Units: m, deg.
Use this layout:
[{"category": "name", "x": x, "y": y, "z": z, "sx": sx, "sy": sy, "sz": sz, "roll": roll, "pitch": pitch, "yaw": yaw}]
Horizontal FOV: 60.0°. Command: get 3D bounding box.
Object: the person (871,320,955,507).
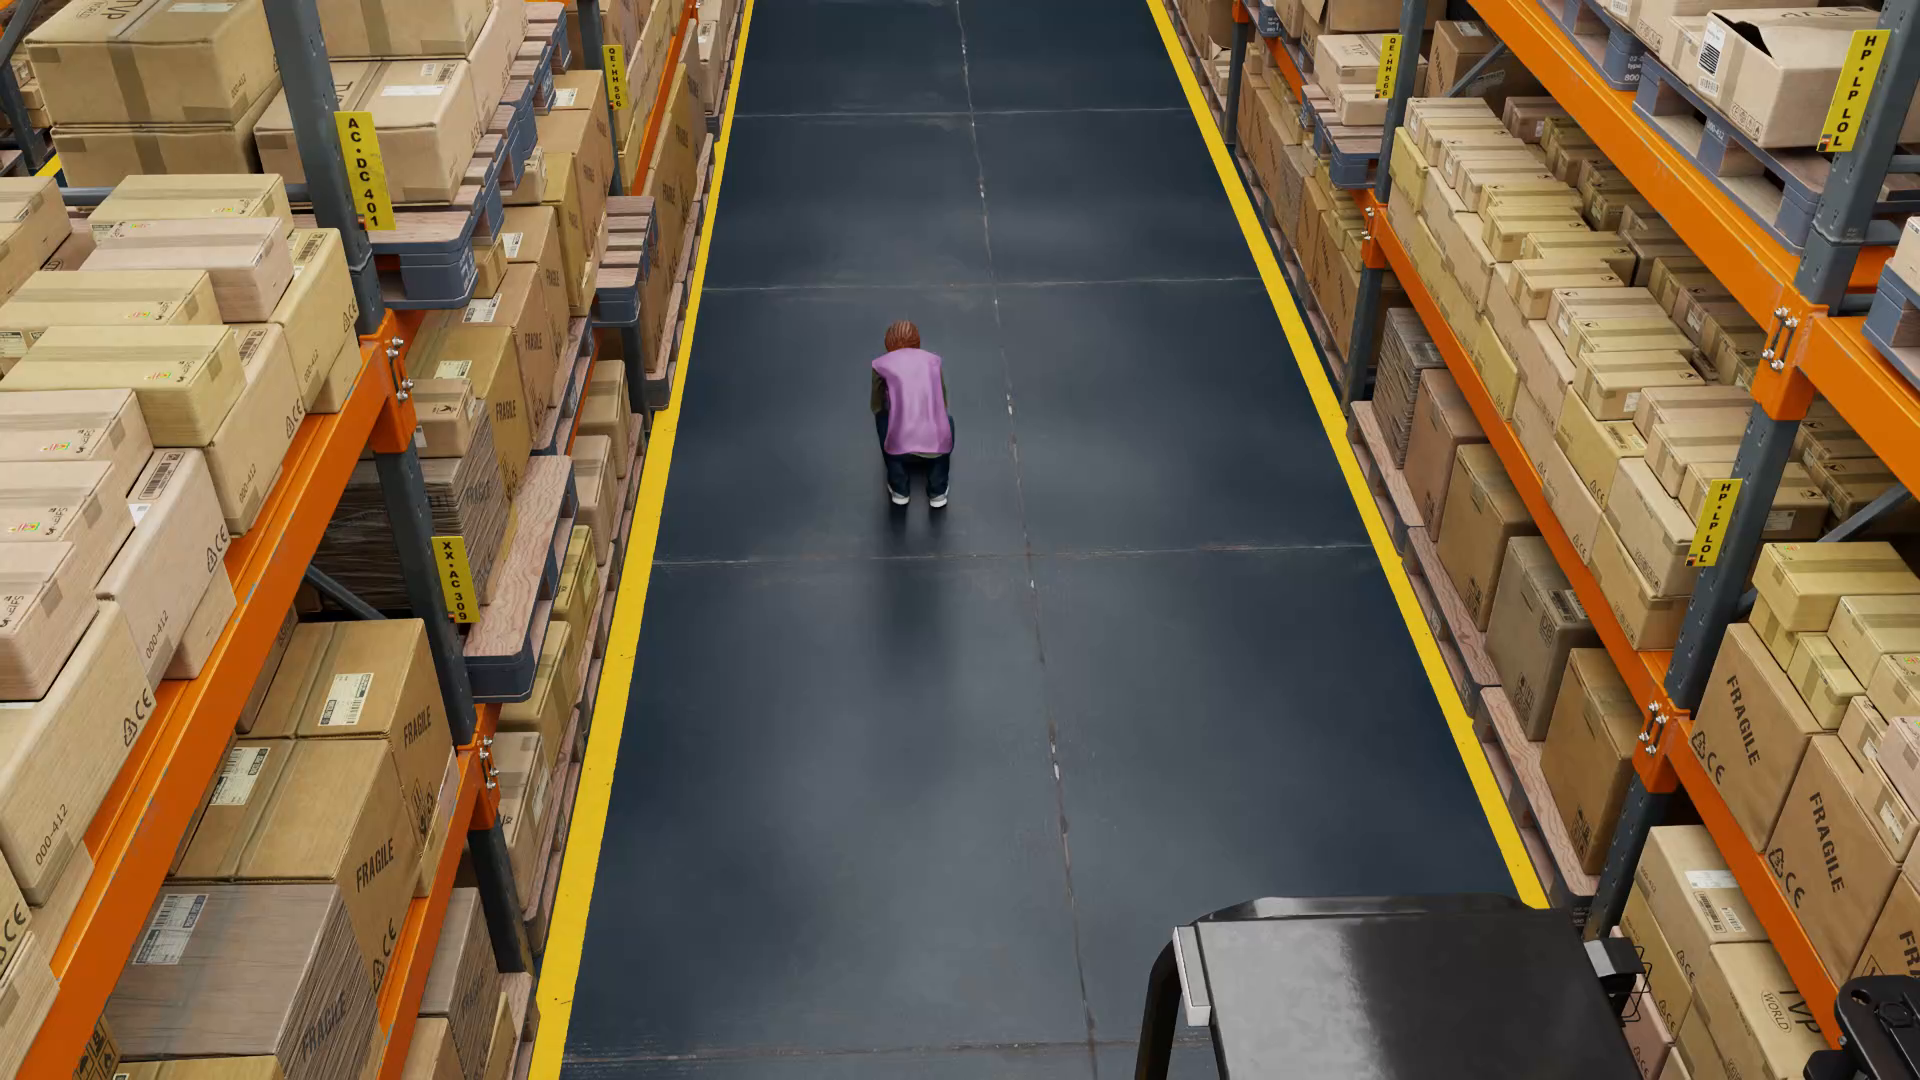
[{"category": "person", "x": -0.248, "y": -0.629, "z": 8.735, "sx": 0.442, "sy": 0.830, "sz": 0.800, "roll": -2, "pitch": 36, "yaw": -2}]
